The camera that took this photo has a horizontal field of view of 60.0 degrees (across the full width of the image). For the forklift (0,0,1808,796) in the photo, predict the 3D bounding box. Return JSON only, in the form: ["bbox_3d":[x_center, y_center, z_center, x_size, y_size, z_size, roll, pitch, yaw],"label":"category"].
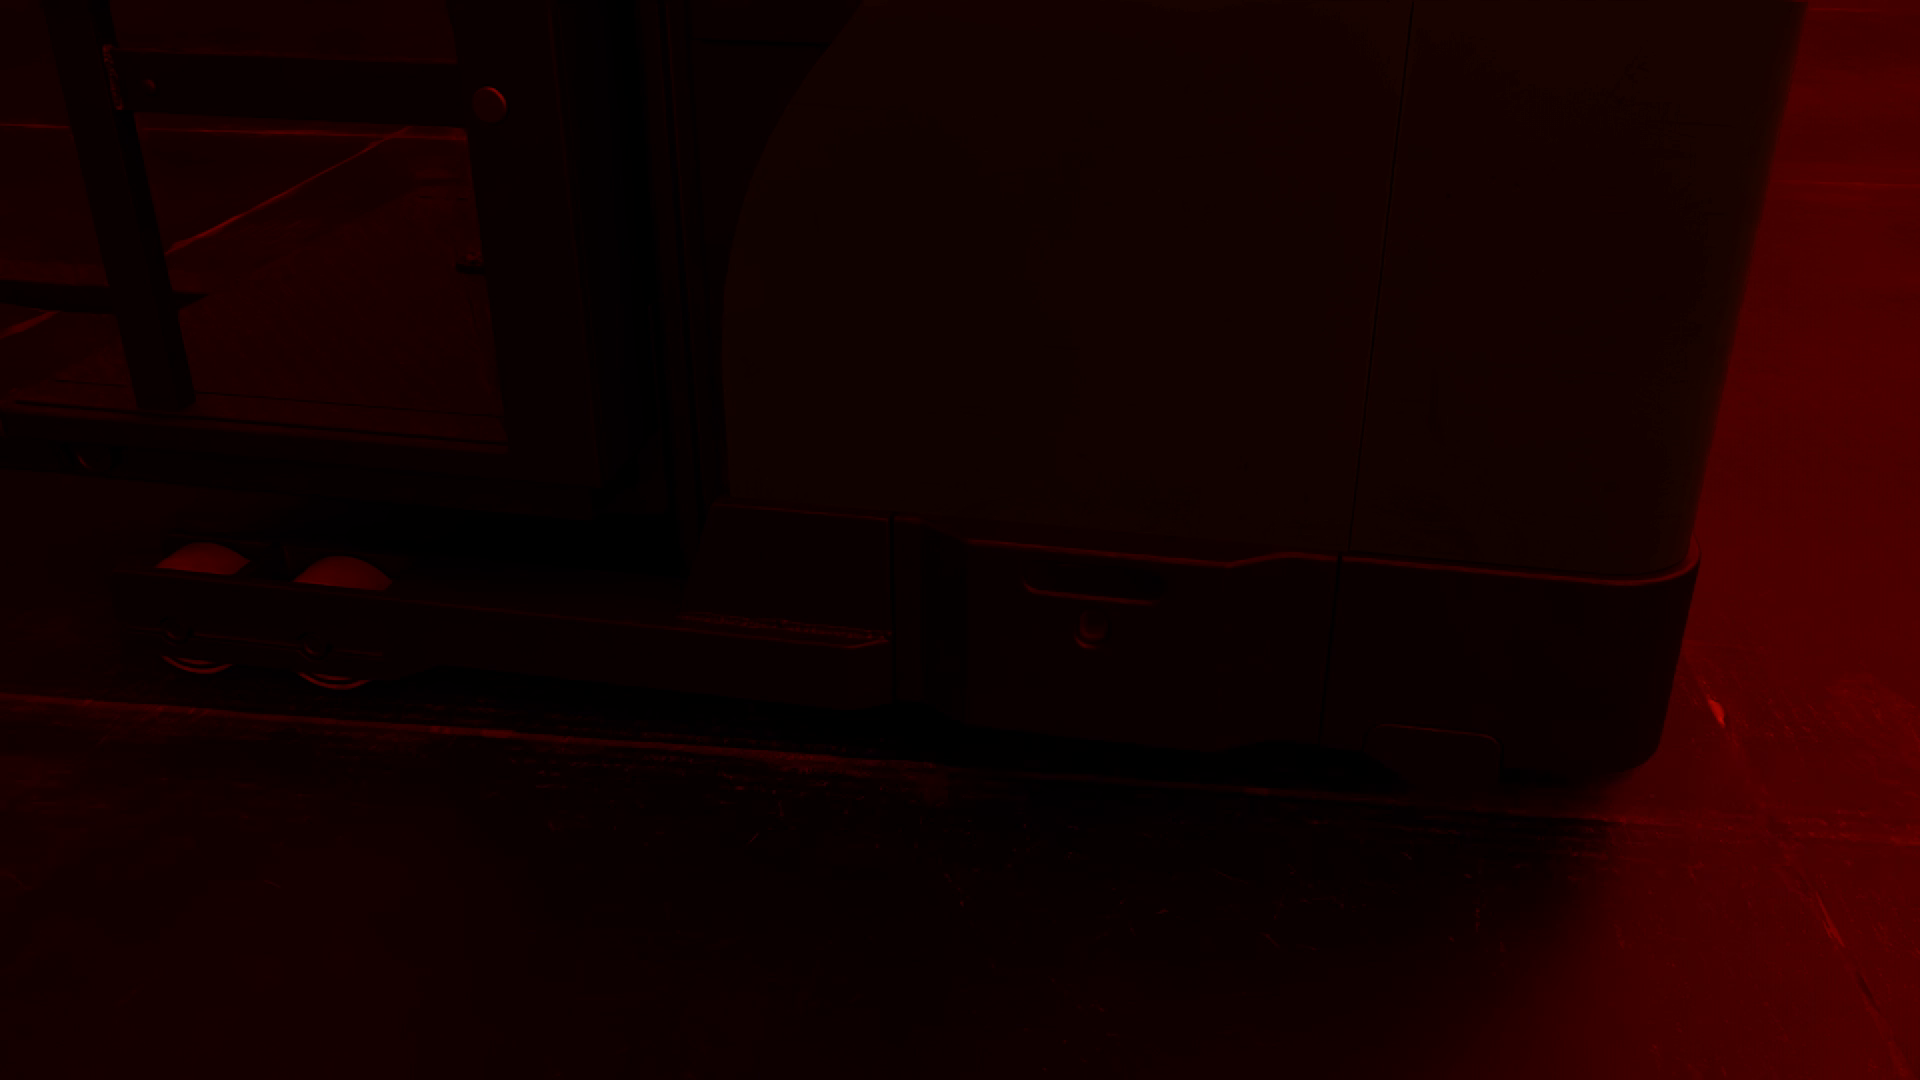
[{"bbox_3d":[-0.604,-1.345,1.913,3.031,2.935,1.130,5,27,10],"label":"forklift"}]
